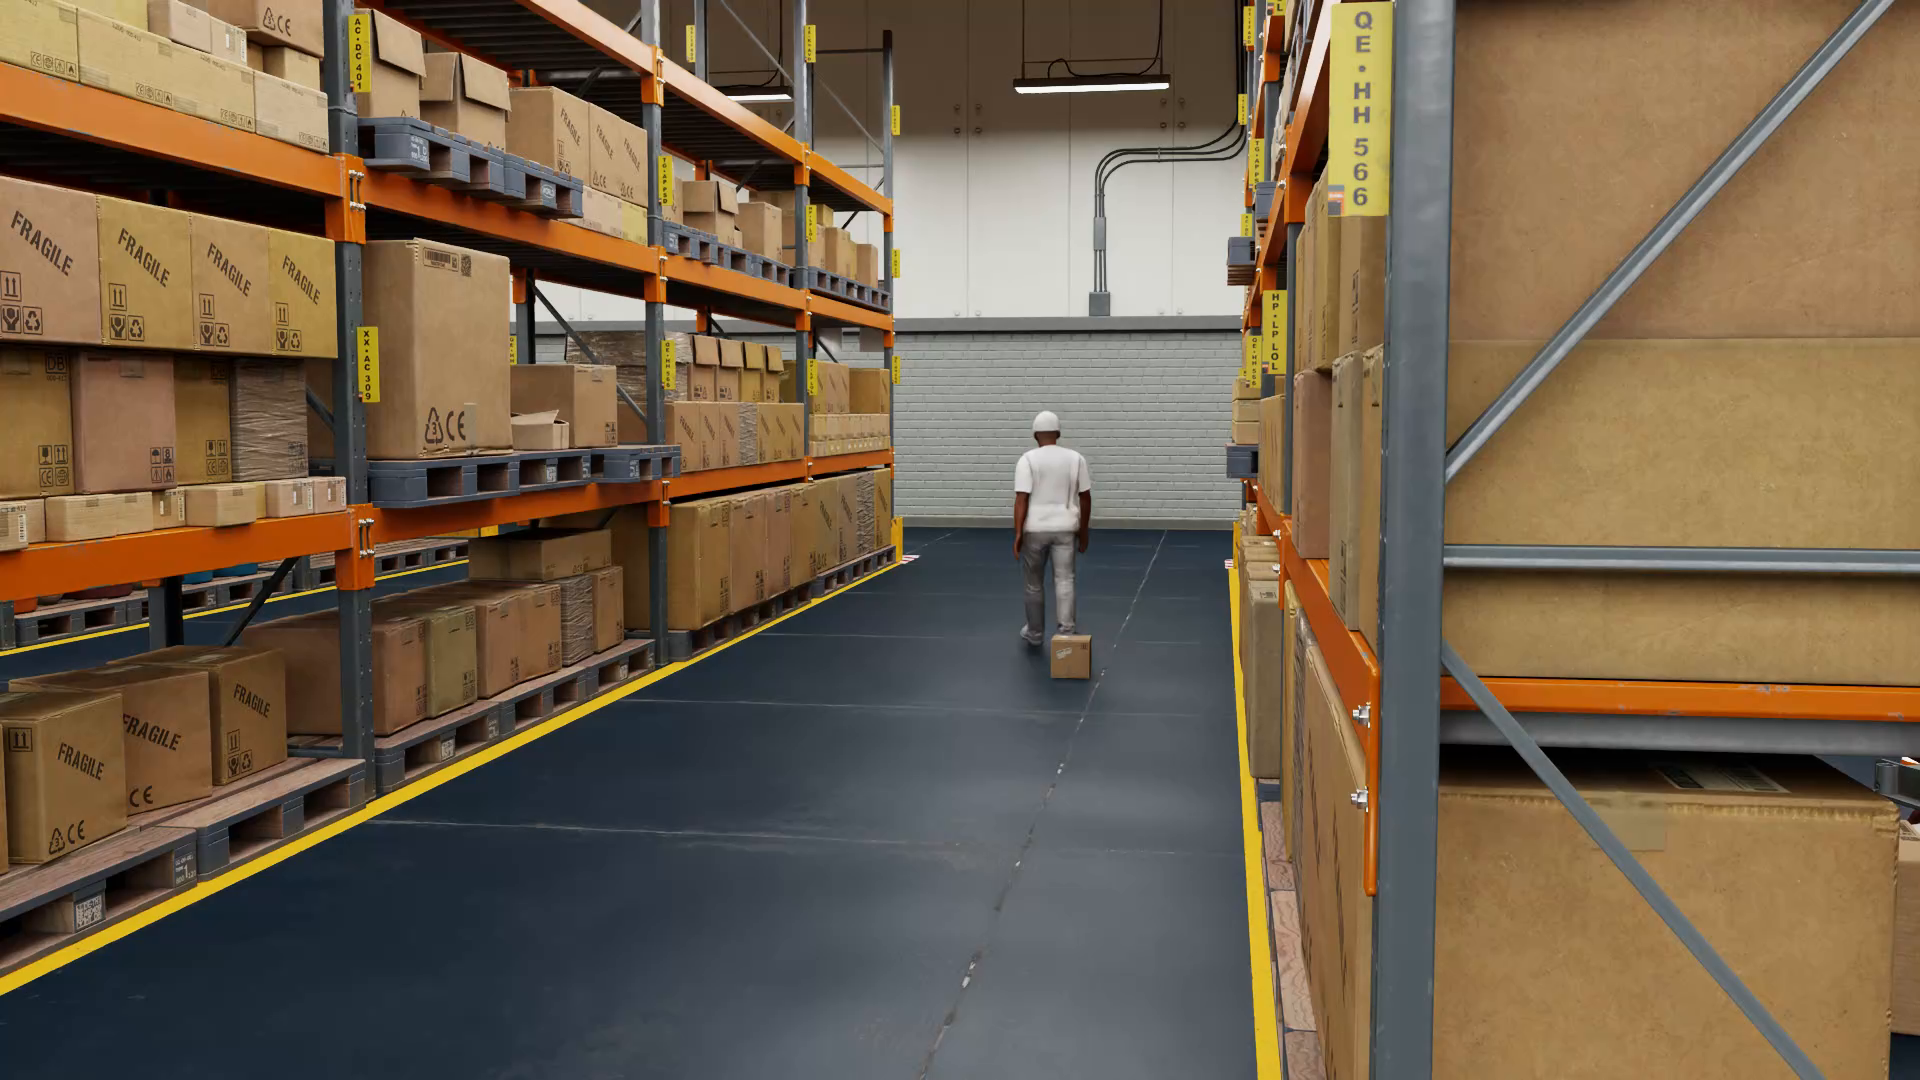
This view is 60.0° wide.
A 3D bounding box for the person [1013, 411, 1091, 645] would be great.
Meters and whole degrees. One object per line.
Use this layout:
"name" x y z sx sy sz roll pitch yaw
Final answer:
"person" 0.663 -0.065 11.972 0.597 1.725 1.045 -1 4 -6
